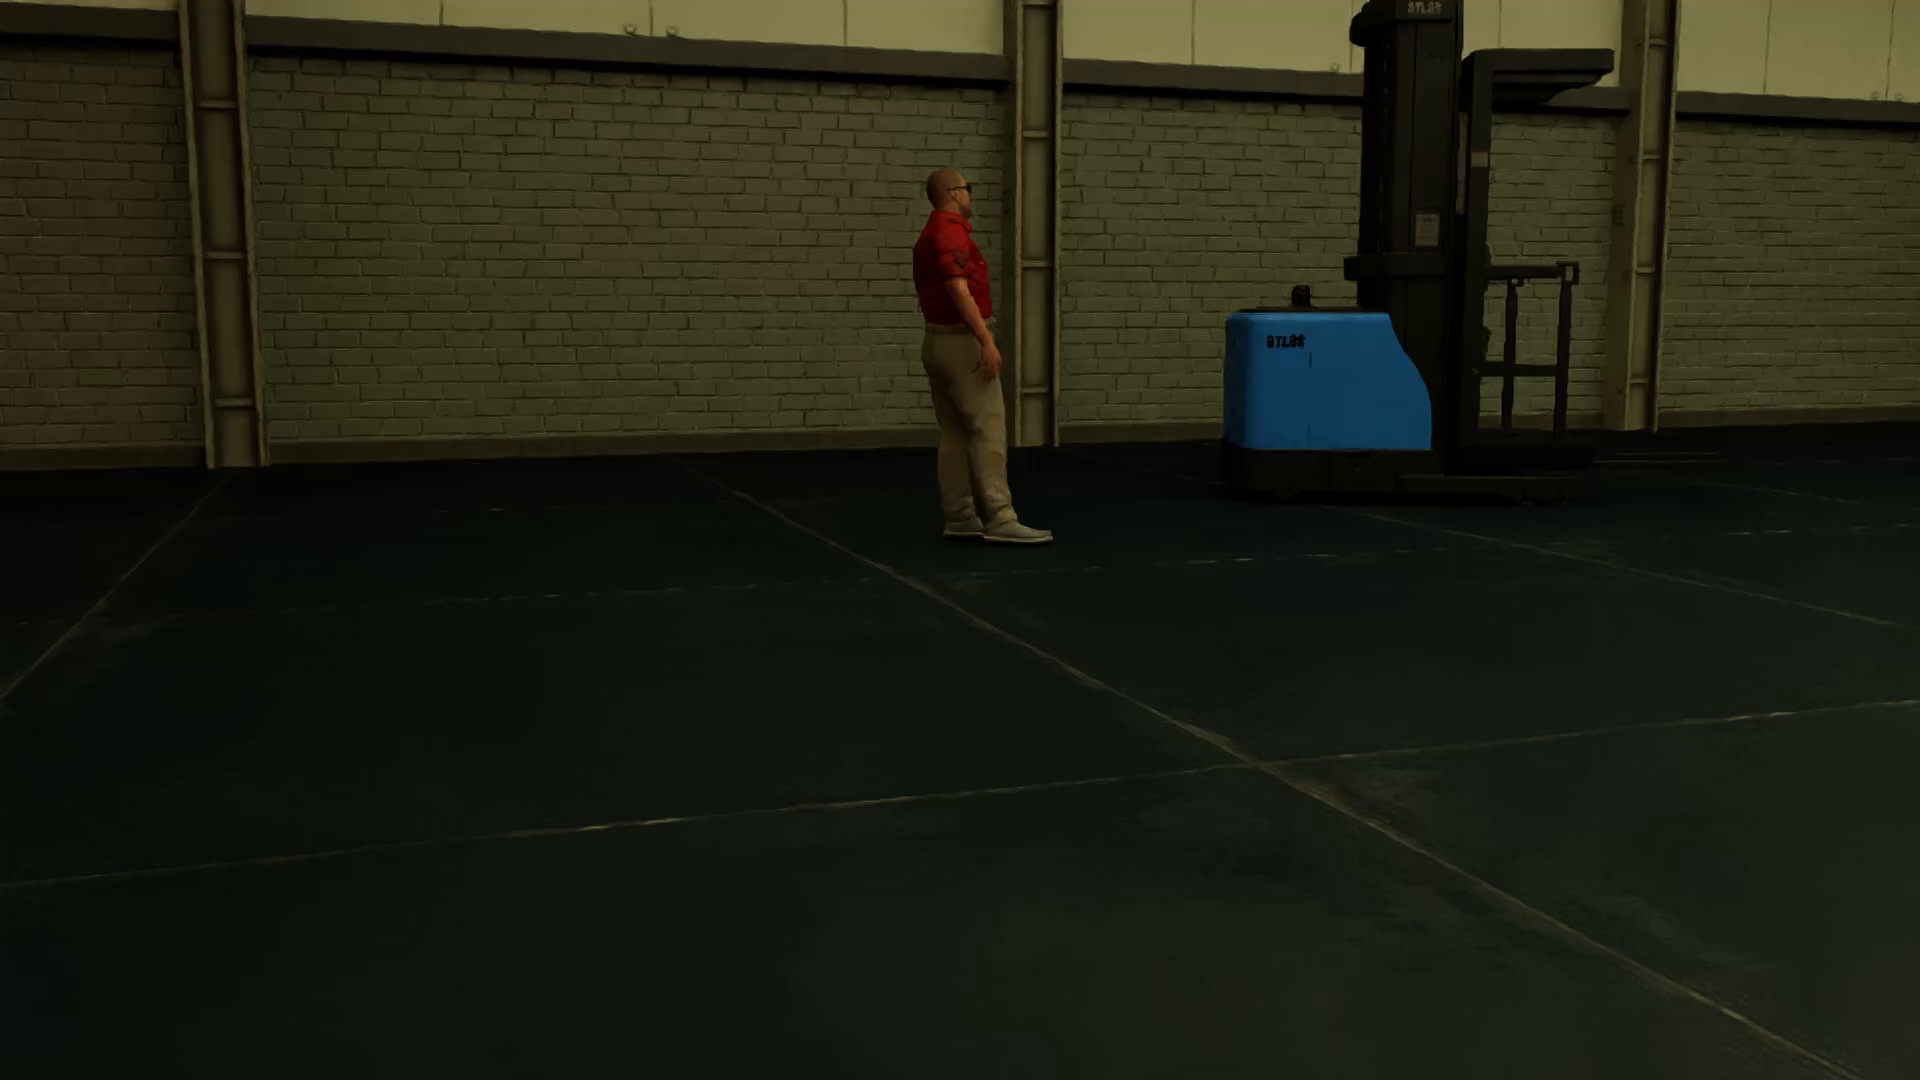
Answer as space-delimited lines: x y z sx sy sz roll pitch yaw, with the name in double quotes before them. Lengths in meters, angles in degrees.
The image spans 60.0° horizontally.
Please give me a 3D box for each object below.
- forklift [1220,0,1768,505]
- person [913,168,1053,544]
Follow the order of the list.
"forklift" 3.124 -1.723 9.718 3.031 2.935 1.130 0 8 1
"person" 0.089 -0.867 7.823 0.550 1.726 0.640 -3 8 -18
